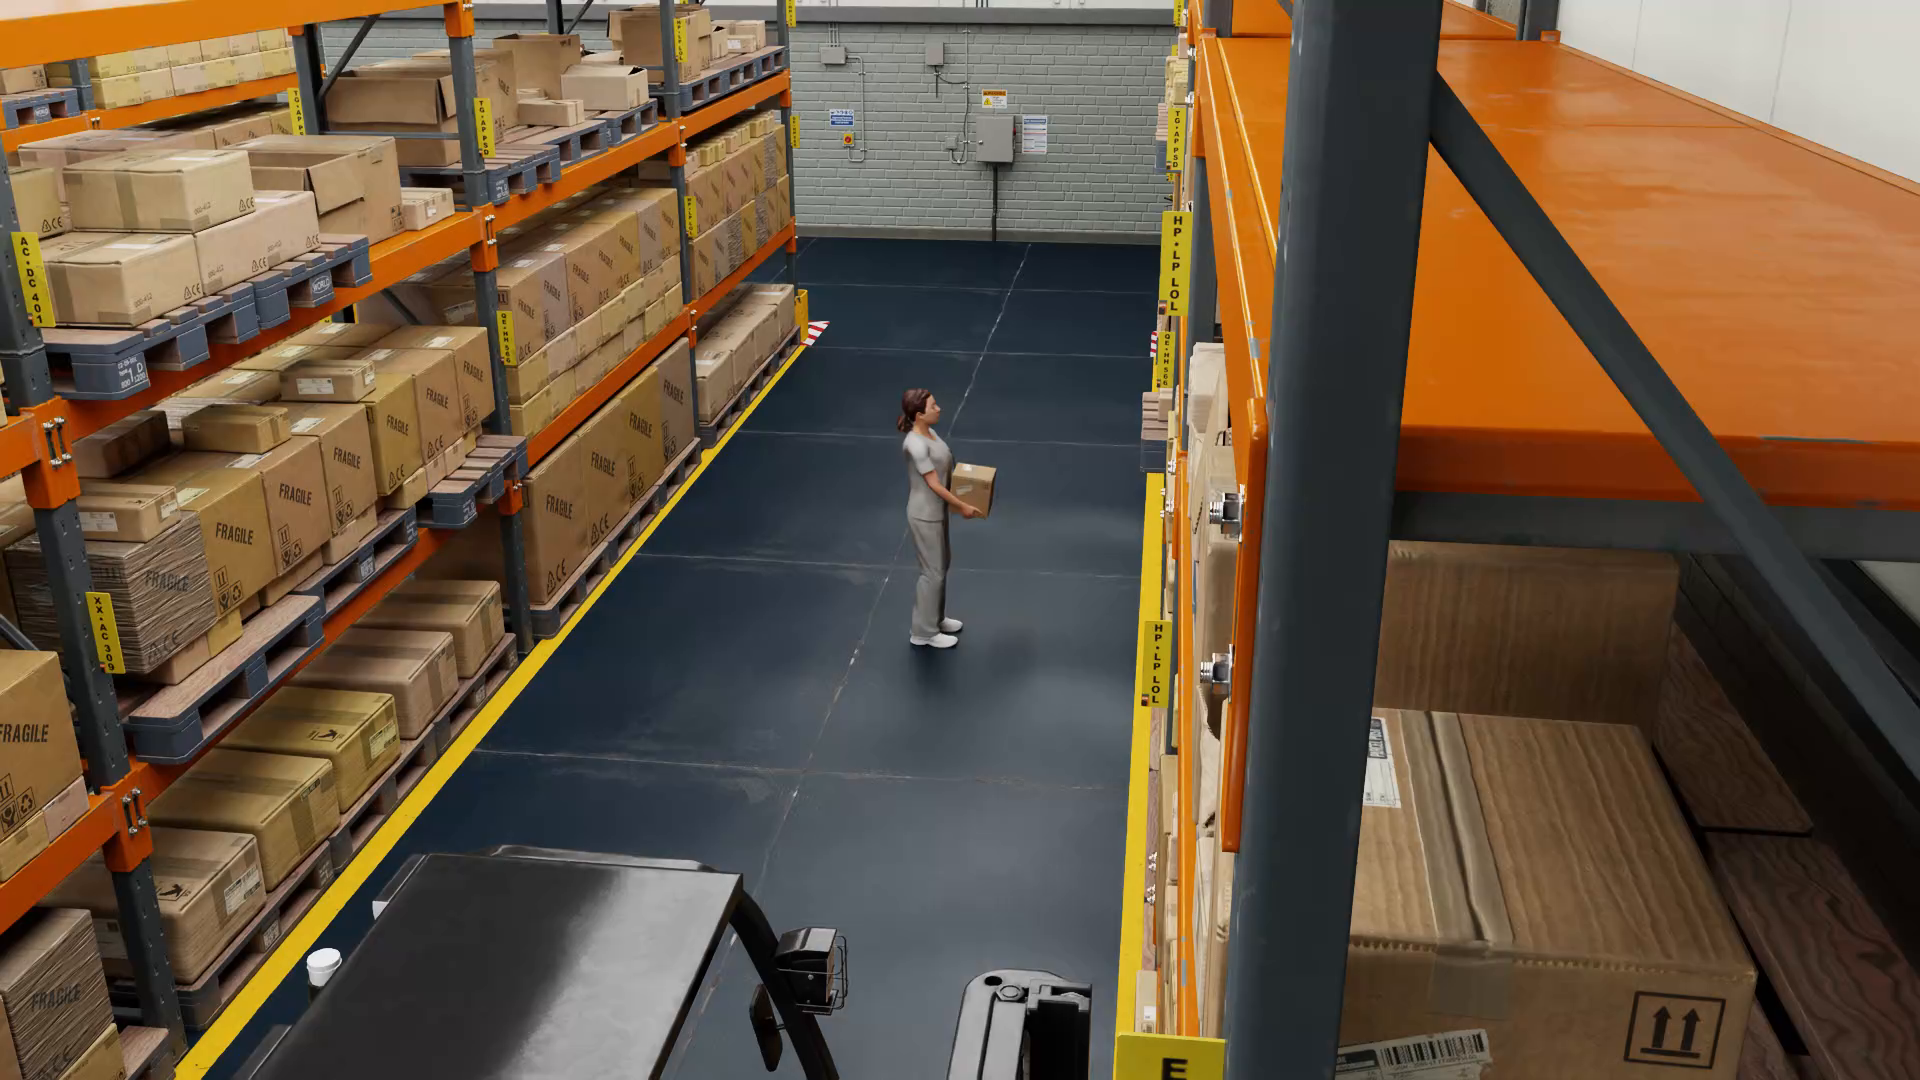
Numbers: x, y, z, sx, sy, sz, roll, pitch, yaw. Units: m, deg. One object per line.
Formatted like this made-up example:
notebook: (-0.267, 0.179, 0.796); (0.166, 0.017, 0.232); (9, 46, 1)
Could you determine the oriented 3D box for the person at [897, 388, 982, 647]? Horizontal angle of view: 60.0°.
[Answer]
person: (-0.122, -0.148, 10.483); (0.562, 1.662, 0.437); (3, 21, 7)
